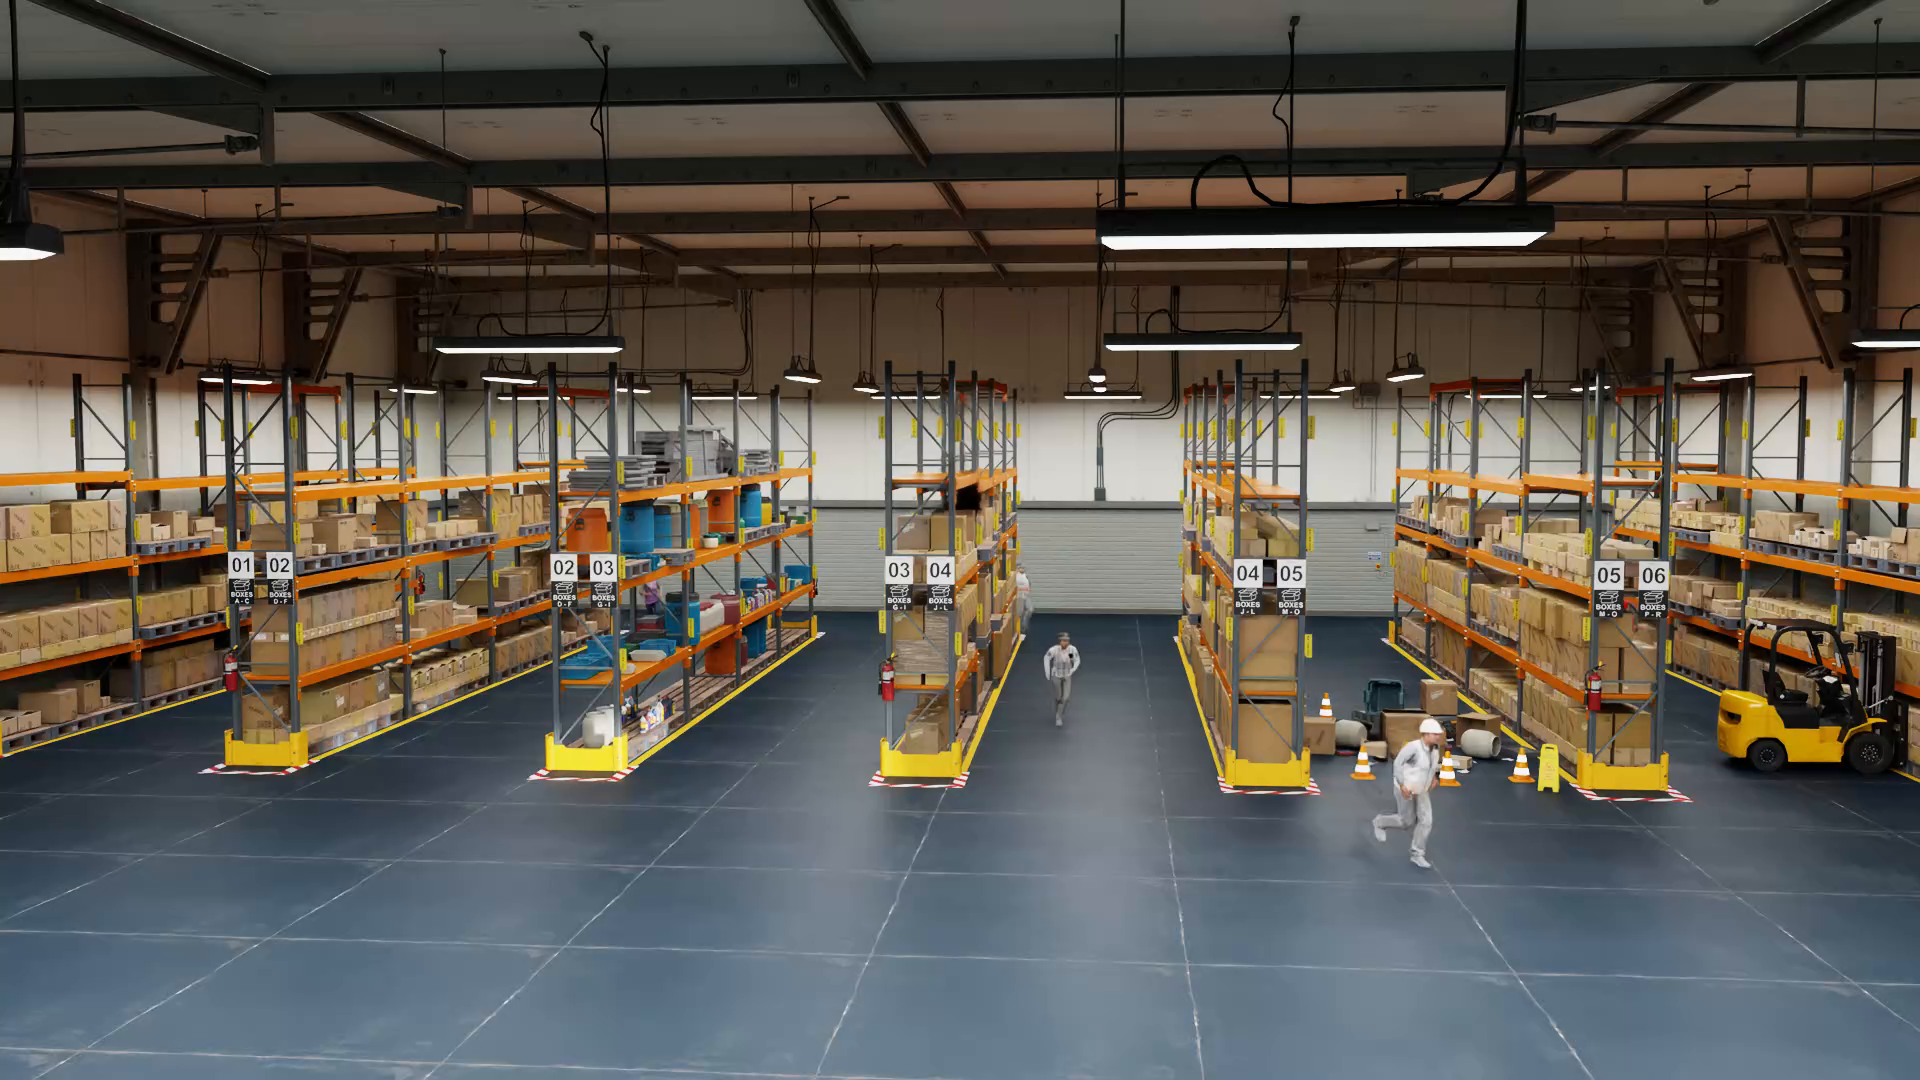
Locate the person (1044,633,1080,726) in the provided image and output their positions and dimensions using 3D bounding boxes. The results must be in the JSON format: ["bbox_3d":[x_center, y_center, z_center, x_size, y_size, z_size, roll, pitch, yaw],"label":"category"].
[{"bbox_3d":[1.734,2.353,28.402,0.611,1.623,0.730,-1,4,-10],"label":"person"}]

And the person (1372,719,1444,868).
[{"bbox_3d":[5.224,2.900,19.360,0.664,1.727,0.950,-3,5,-39],"label":"person"}]

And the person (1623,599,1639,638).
[{"bbox_3d":[12.602,2.037,31.544,0.620,1.841,0.832,-1,4,-8],"label":"person"}]

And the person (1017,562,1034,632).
[{"bbox_3d":[1.461,1.457,41.194,0.657,1.863,0.713,2,4,26],"label":"person"}]

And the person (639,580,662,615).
[{"bbox_3d":[-7.523,1.567,40.433,0.564,1.610,0.759,-1,4,-16],"label":"person"}]
